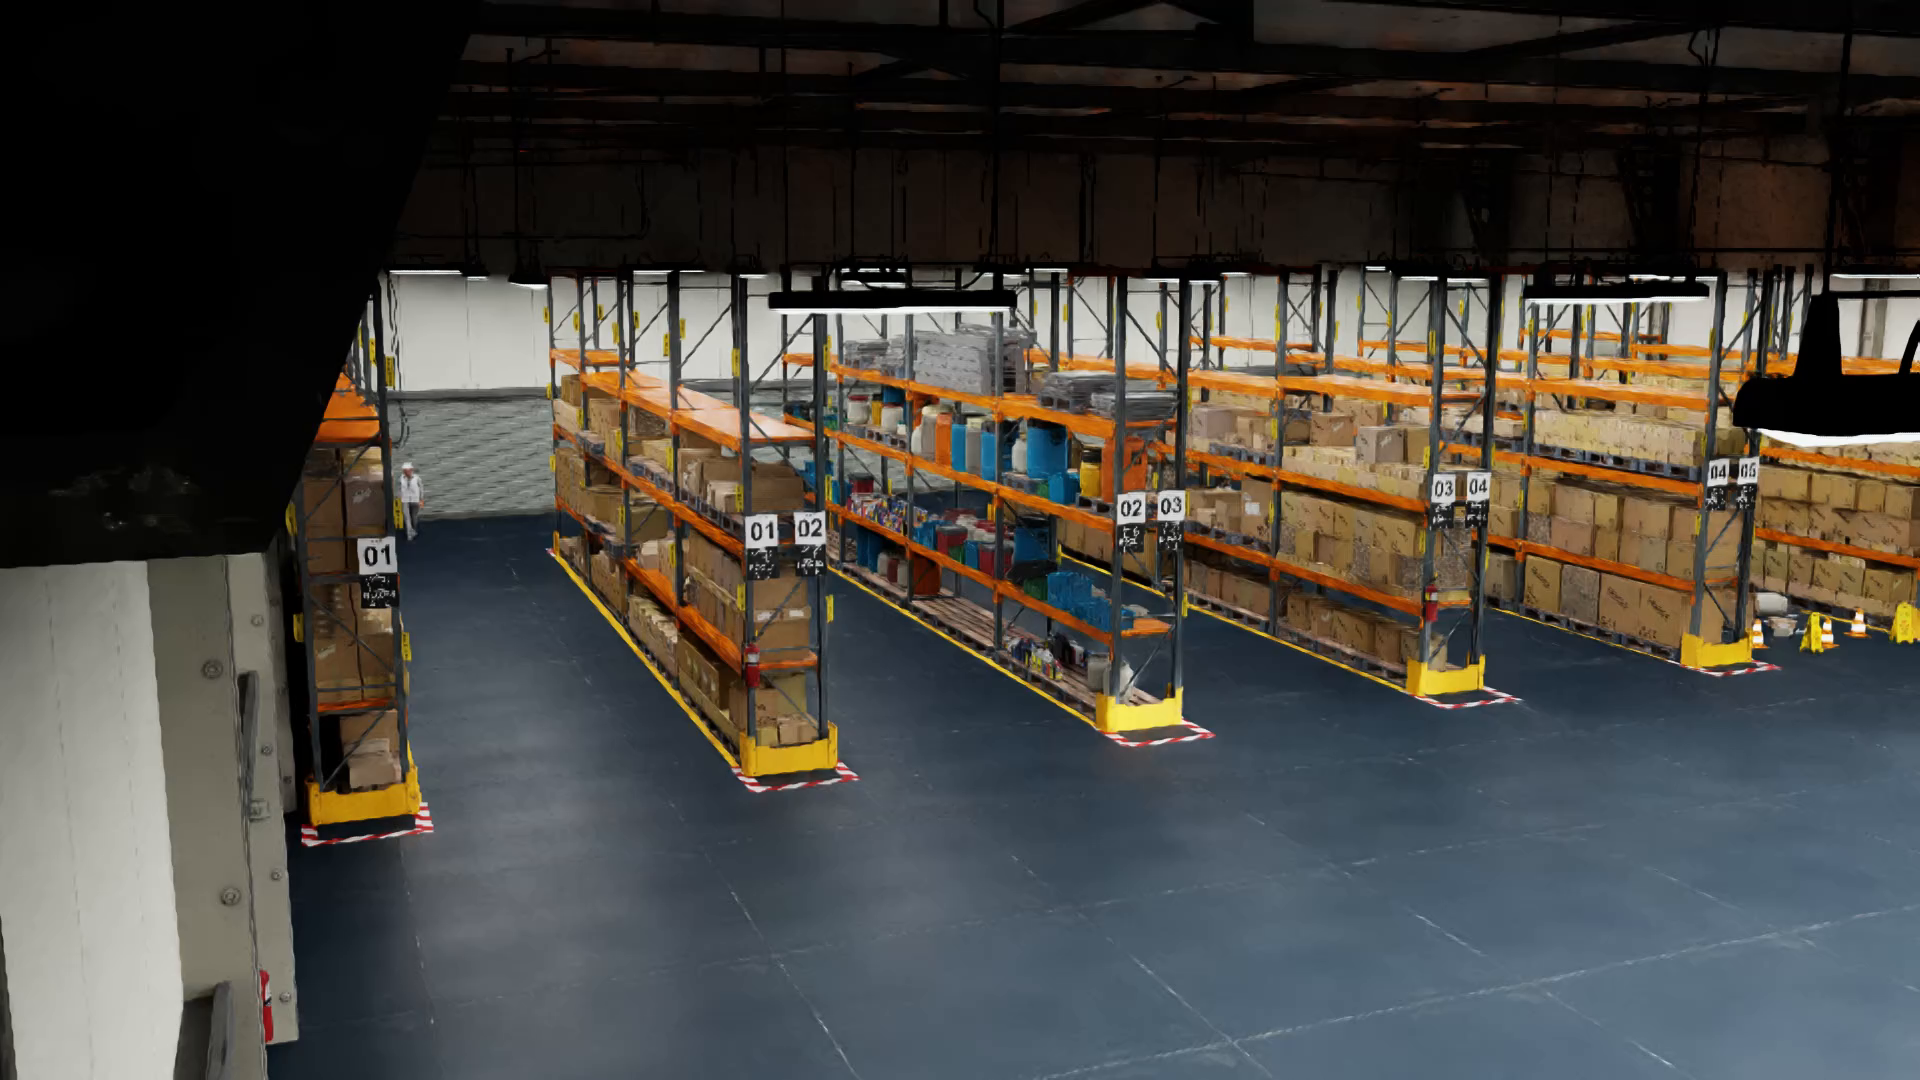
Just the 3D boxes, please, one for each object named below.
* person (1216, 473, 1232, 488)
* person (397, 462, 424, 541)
[{"bbox_3d":[5.654,-0.664,35.753,0.495,1.589,1.086,-3,10,-19],"label":"person"},{"bbox_3d":[-12.115,-0.876,36.699,0.553,1.725,1.030,-4,11,-22],"label":"person"}]
